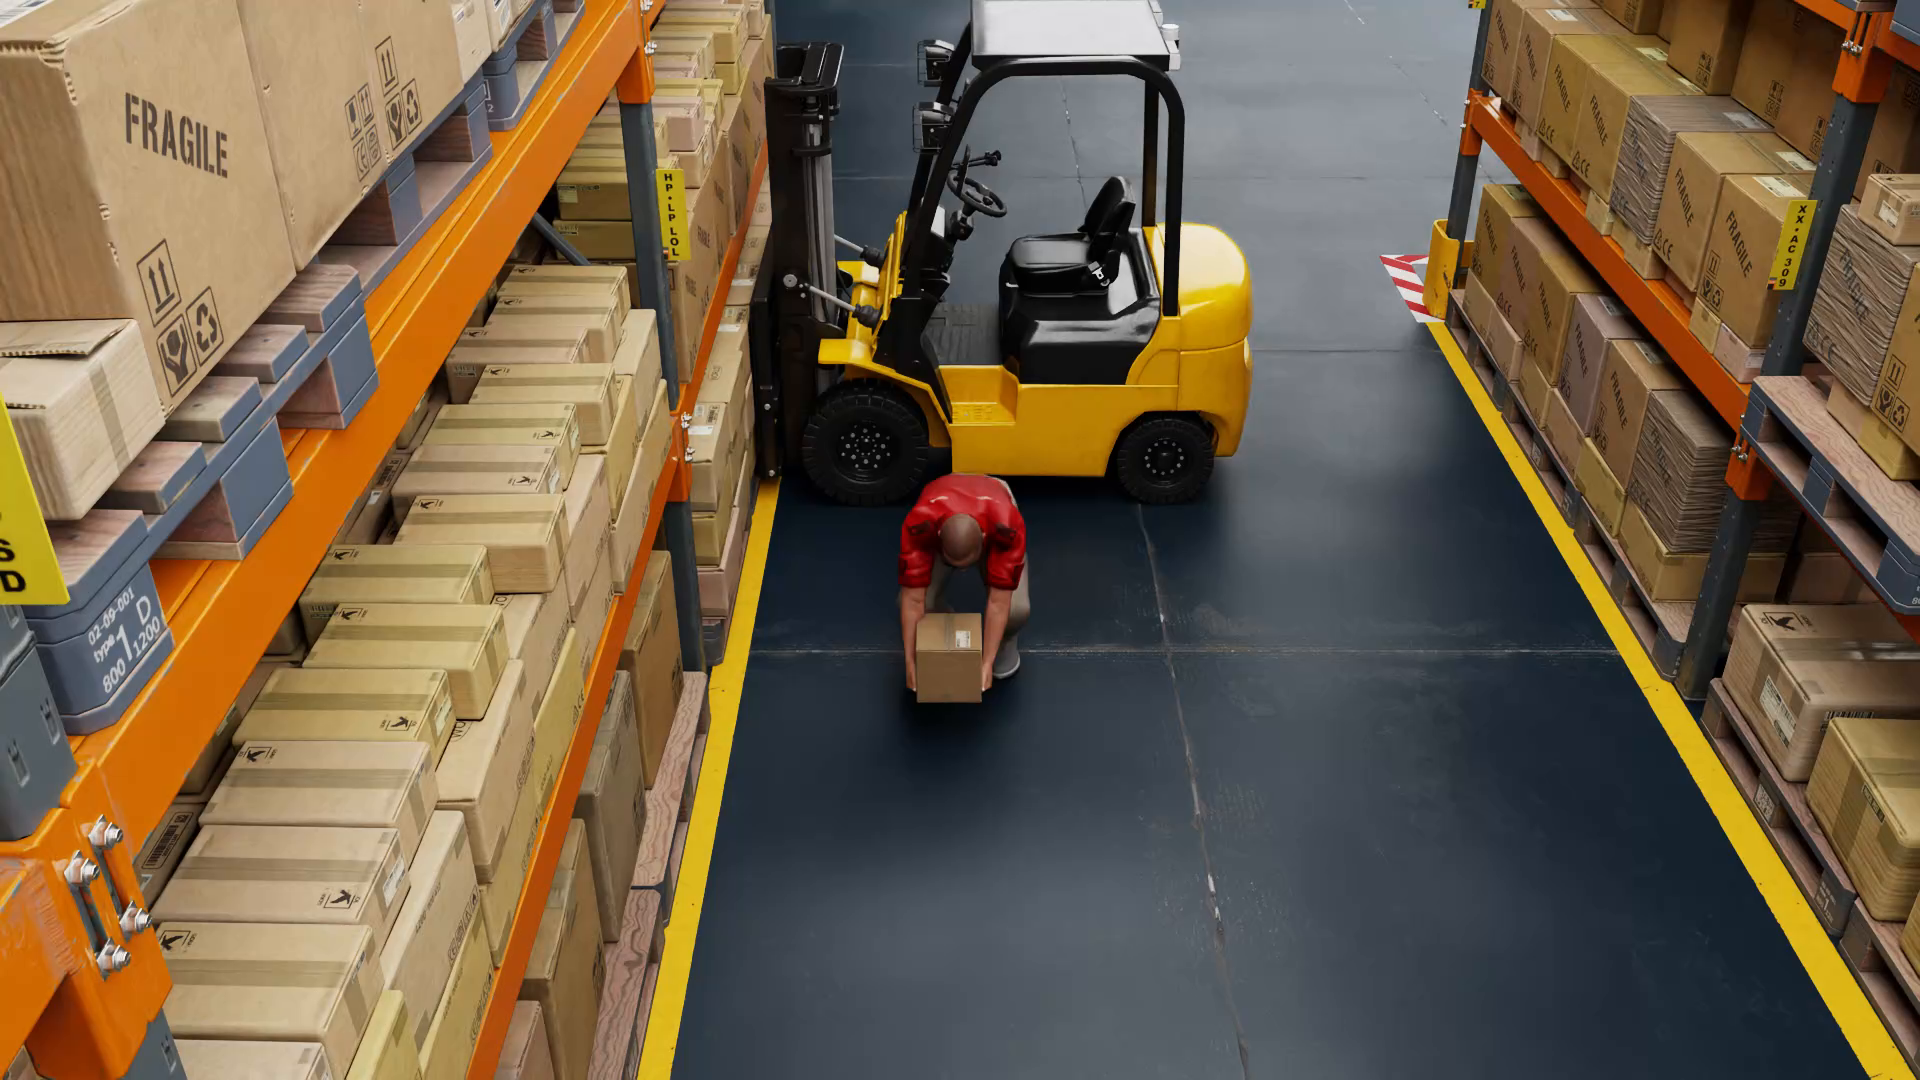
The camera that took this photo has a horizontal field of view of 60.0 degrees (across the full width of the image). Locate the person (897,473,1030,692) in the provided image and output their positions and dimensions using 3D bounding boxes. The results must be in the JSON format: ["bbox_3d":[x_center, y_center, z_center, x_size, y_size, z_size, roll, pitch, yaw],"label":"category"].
[{"bbox_3d":[0.019,0.148,6.637,0.539,0.978,0.913,4,32,7],"label":"person"}]
